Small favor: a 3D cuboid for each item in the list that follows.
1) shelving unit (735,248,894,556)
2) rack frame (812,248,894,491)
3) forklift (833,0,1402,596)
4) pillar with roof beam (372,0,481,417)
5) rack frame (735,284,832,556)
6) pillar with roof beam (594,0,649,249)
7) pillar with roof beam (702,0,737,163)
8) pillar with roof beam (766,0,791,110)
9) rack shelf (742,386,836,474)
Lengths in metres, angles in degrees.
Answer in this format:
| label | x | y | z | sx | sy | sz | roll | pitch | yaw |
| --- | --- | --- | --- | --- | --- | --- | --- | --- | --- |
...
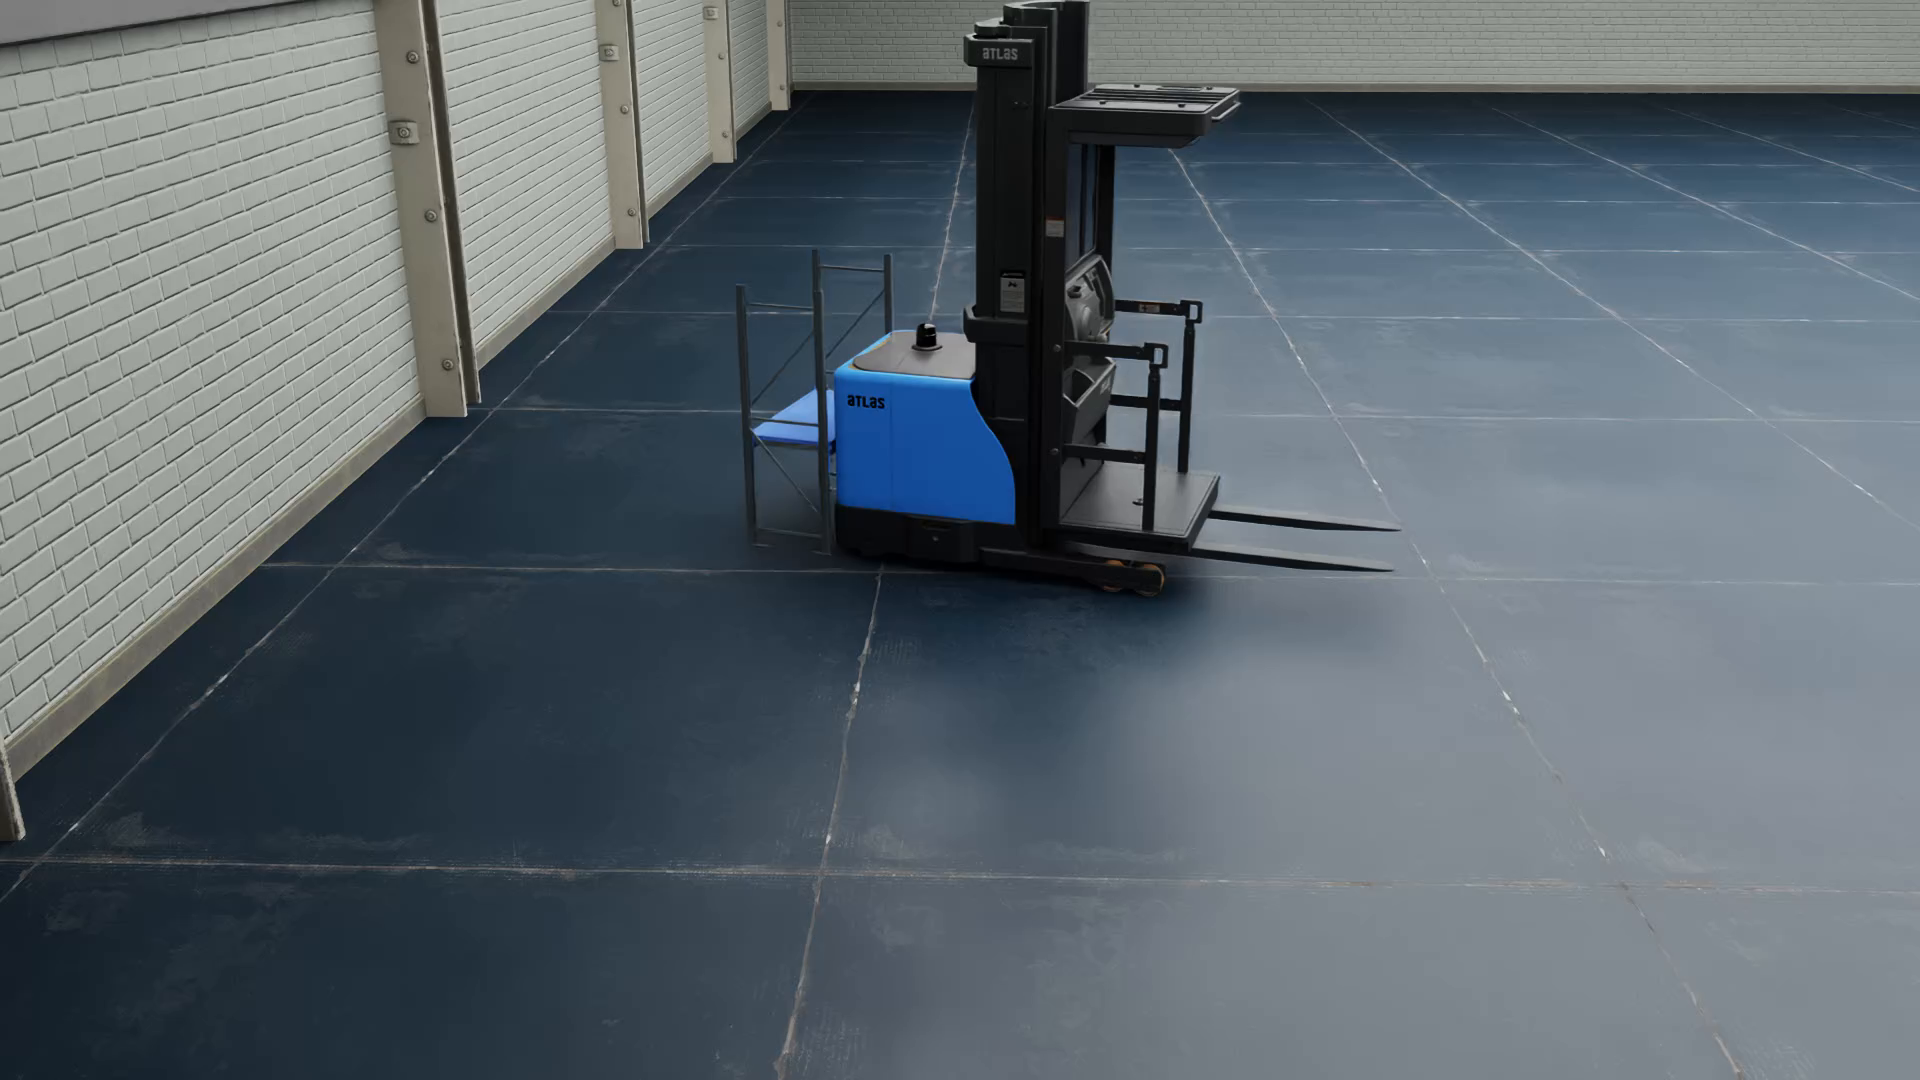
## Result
| label | x | y | z | sx | sy | sz | roll | pitch | yaw |
| --- | --- | --- | --- | --- | --- | --- | --- | --- | --- |
| shelving unit | -0.798 | -0.818 | 9.562 | 0.538 | 1.500 | 1.048 | 7 | 22 | 18 |
| rack frame | -0.633 | -0.992 | 10.011 | 0.500 | 1.500 | 0.032 | 7 | 22 | 18 |
| forklift | 0.878 | -1.284 | 8.787 | 3.031 | 2.935 | 1.130 | 7 | 22 | 16 |
| pillar with roof beam | 0.649 | -5.092 | 10.213 | 9.100 | 9.000 | 0.400 | 1 | 21 | 2 |
| rack frame | -0.962 | -0.644 | 9.114 | 0.500 | 1.500 | 0.032 | 7 | 22 | 18 |
| pillar with roof beam | 0.832 | -7.262 | 15.804 | 9.100 | 9.000 | 0.400 | 1 | 21 | 2 |
| pillar with roof beam | 1.014 | -9.431 | 21.395 | 9.100 | 9.000 | 0.400 | 1 | 21 | 2 |
| pillar with roof beam | 1.197 | -11.600 | 26.986 | 9.100 | 9.000 | 0.400 | 1 | 21 | 2 |
| rack shelf | -0.798 | -0.650 | 9.627 | 0.538 | 0.185 | 1.000 | 7 | 22 | 18 |
